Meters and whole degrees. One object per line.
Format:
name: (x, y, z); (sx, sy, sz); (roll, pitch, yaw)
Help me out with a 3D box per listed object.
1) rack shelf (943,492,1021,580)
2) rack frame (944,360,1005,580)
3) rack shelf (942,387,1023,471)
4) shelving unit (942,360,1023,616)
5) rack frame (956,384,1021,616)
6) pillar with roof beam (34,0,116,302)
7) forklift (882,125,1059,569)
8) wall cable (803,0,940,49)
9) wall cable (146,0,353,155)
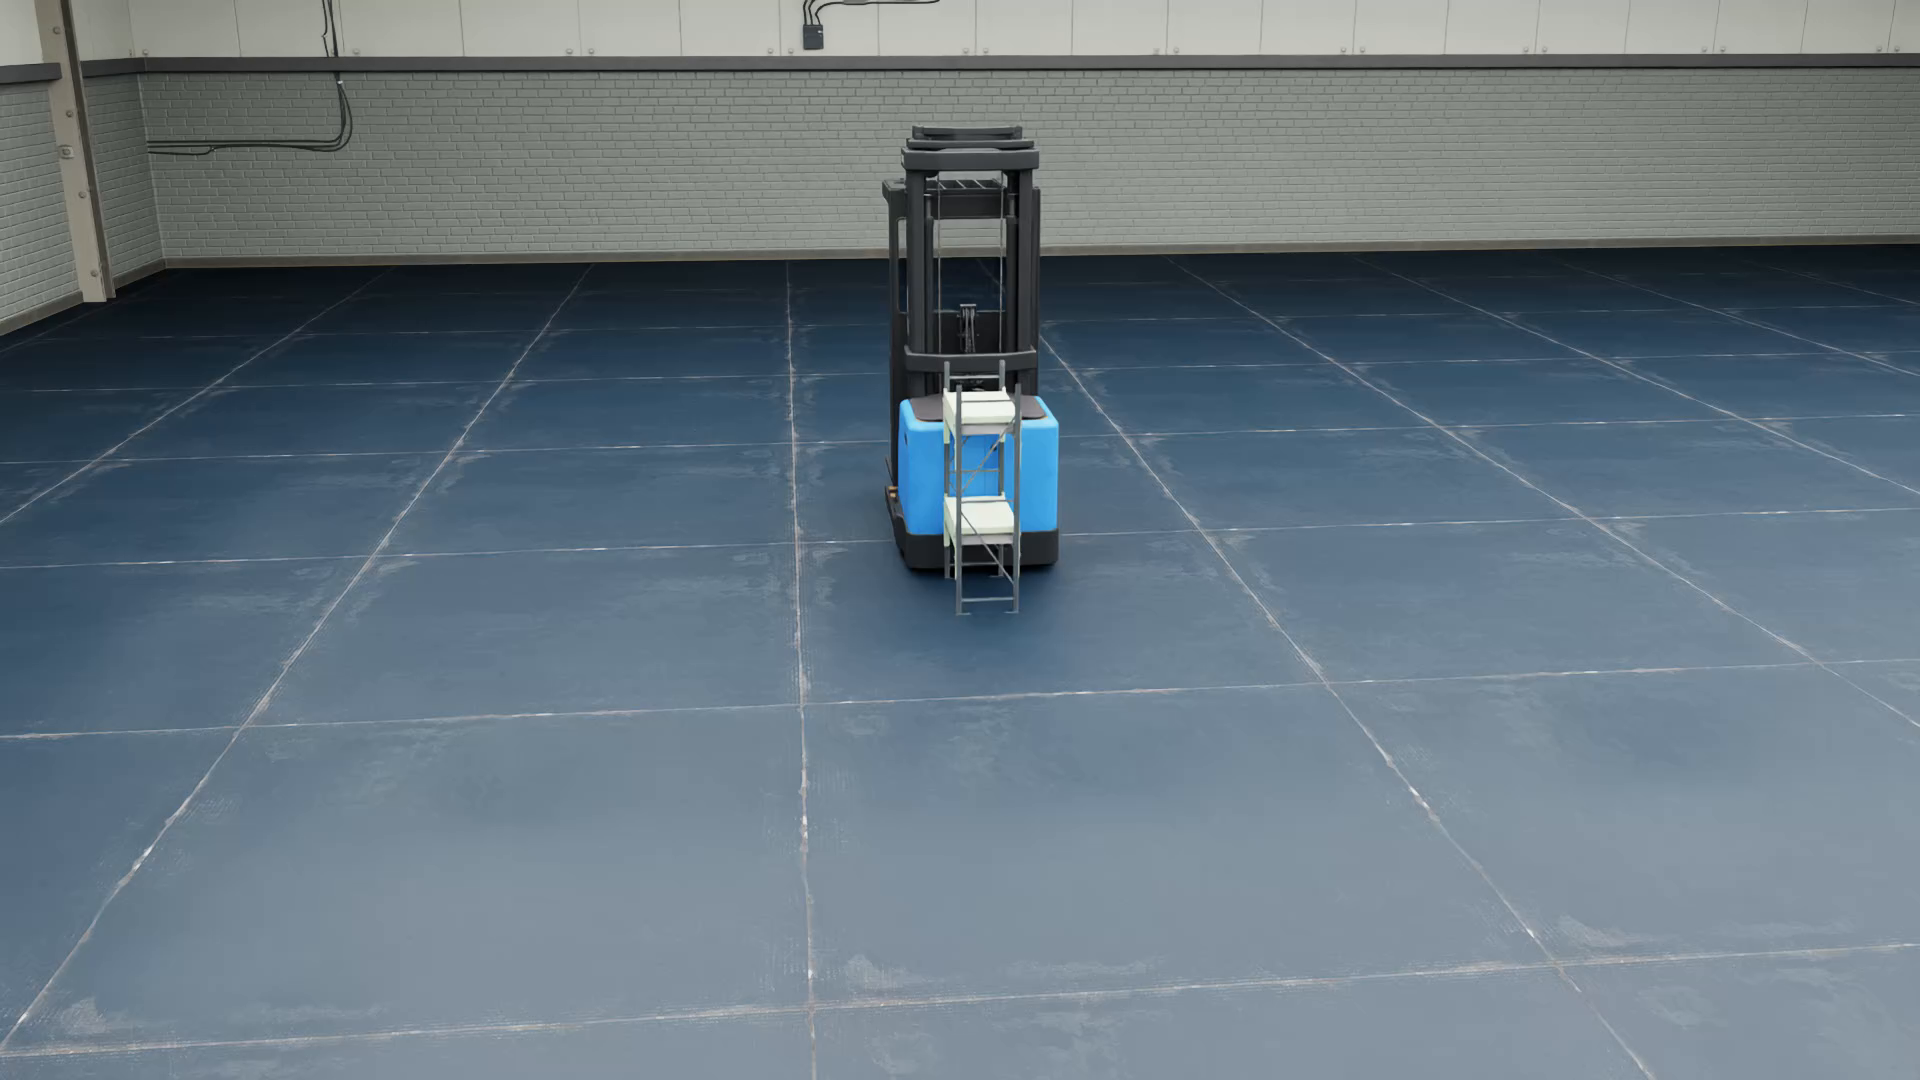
rack shelf: (0.136, -0.035, 10.874); (0.431, 0.370, 0.720); (-2, 18, -6)
rack frame: (0.096, -0.455, 11.123); (0.400, 1.500, 0.023); (-2, 18, -6)
rack shelf: (0.136, -0.719, 10.659); (0.431, 0.370, 0.720); (-2, 18, -6)
shelving unit: (0.136, -0.346, 10.776); (0.431, 1.500, 0.755); (-2, 18, -6)
rack frame: (0.176, -0.237, 10.429); (0.400, 1.500, 0.023); (-2, 18, -6)
pillar with roof beam: (-7.413, -7.692, 21.655); (9.100, 9.000, 0.400); (-2, 18, -6)
forklift: (0.005, -1.598, 12.375); (1.130, 2.935, 3.031); (-2, 18, -6)
wall cable: (-1.239, -10.389, 24.567); (2.305, 6.003, 0.169); (-2, 18, -6)
wall cable: (-10.684, -6.996, 24.623); (3.097, 2.526, 0.112); (-2, 18, -6)
